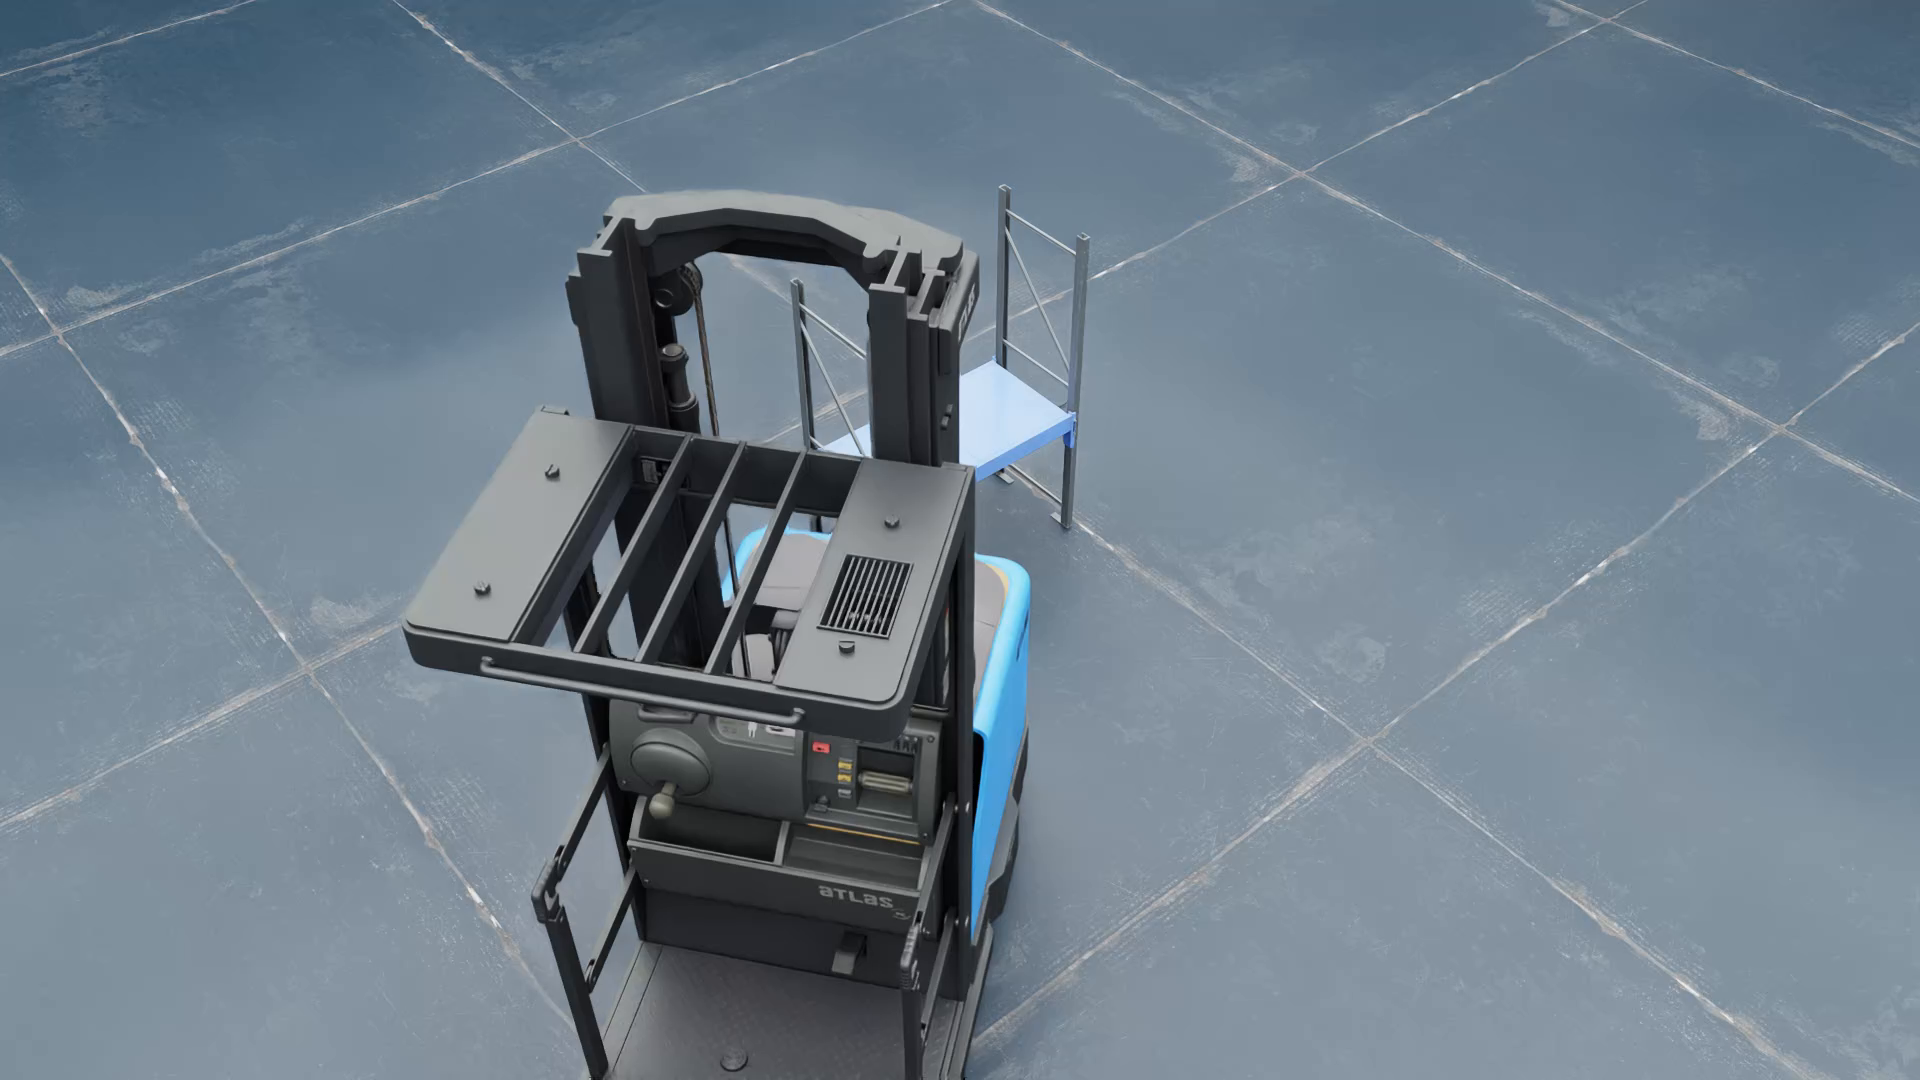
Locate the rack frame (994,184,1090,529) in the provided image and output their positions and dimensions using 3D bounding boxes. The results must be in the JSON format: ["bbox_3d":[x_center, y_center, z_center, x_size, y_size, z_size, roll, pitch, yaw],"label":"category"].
[{"bbox_3d":[0.325,-0.732,6.988,0.032,1.500,0.500,-30,51,-28],"label":"rack frame"}]

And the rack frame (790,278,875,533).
[{"bbox_3d":[-0.455,-0.286,6.513,0.032,1.500,0.500,-30,51,-28],"label":"rack frame"}]

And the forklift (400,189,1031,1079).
[{"bbox_3d":[-0.558,0.703,4.414,1.130,2.935,3.031,8,44,9],"label":"forklift"}]

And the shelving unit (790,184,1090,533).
[{"bbox_3d":[-0.065,-0.509,6.750,1.048,1.500,0.538,-30,51,-28],"label":"shelving unit"}]

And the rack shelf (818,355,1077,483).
[{"bbox_3d":[-0.065,-0.378,6.873,1.000,0.185,0.538,-30,51,-28],"label":"rack shelf"}]
